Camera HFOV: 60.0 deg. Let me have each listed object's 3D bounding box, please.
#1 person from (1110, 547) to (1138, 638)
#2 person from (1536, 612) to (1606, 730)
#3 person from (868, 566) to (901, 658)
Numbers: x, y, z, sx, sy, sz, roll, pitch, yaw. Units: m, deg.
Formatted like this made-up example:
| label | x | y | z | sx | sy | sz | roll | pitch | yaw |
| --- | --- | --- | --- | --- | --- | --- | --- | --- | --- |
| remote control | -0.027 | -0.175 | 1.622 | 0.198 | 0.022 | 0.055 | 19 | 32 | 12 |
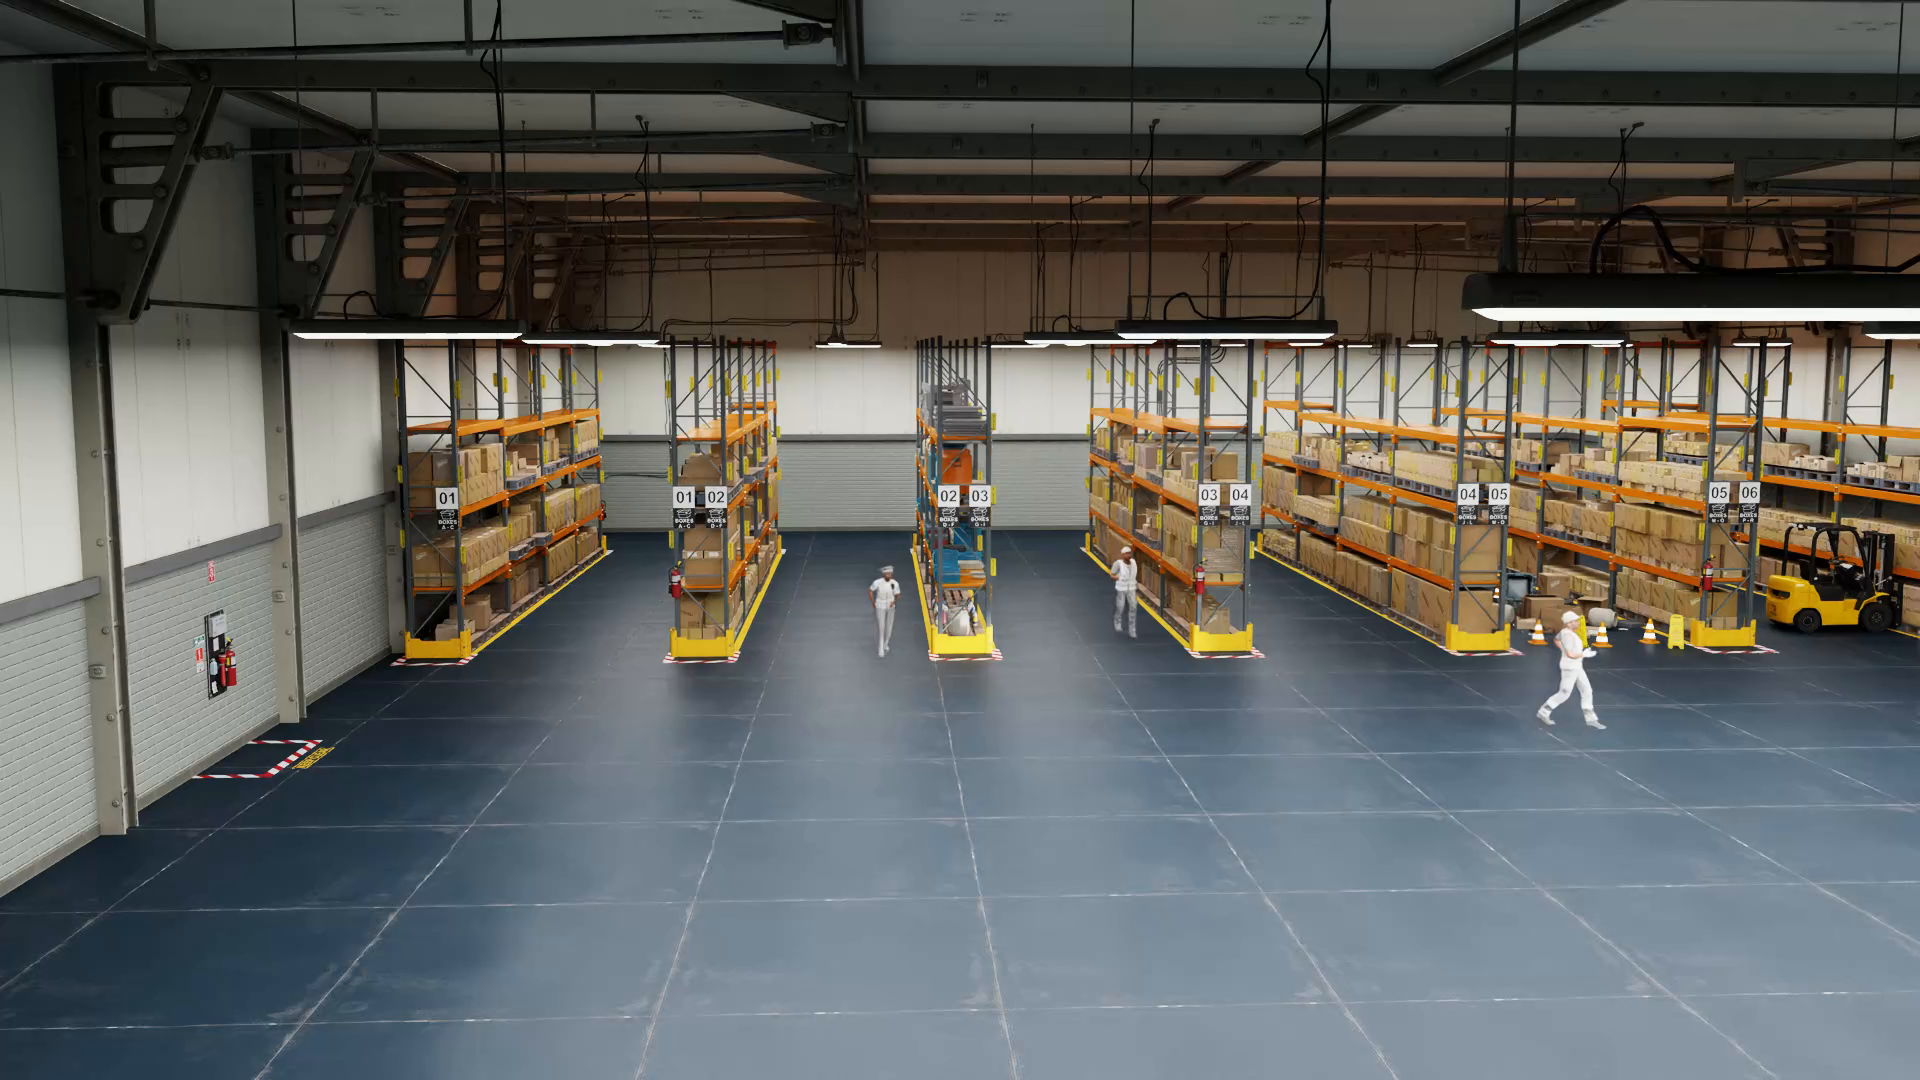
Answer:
| label | x | y | z | sx | sy | sz | roll | pitch | yaw |
| --- | --- | --- | --- | --- | --- | --- | --- | --- | --- |
| person | 3.319 | 1.041 | 33.506 | 0.661 | 1.840 | 0.814 | -2 | 7 | -14 |
| person | 9.292 | 1.964 | 25.193 | 0.992 | 1.775 | 0.670 | 4 | 7 | 29 |
| person | -1.406 | 1.334 | 31.445 | 0.581 | 1.725 | 0.707 | -2 | 7 | -15 |
